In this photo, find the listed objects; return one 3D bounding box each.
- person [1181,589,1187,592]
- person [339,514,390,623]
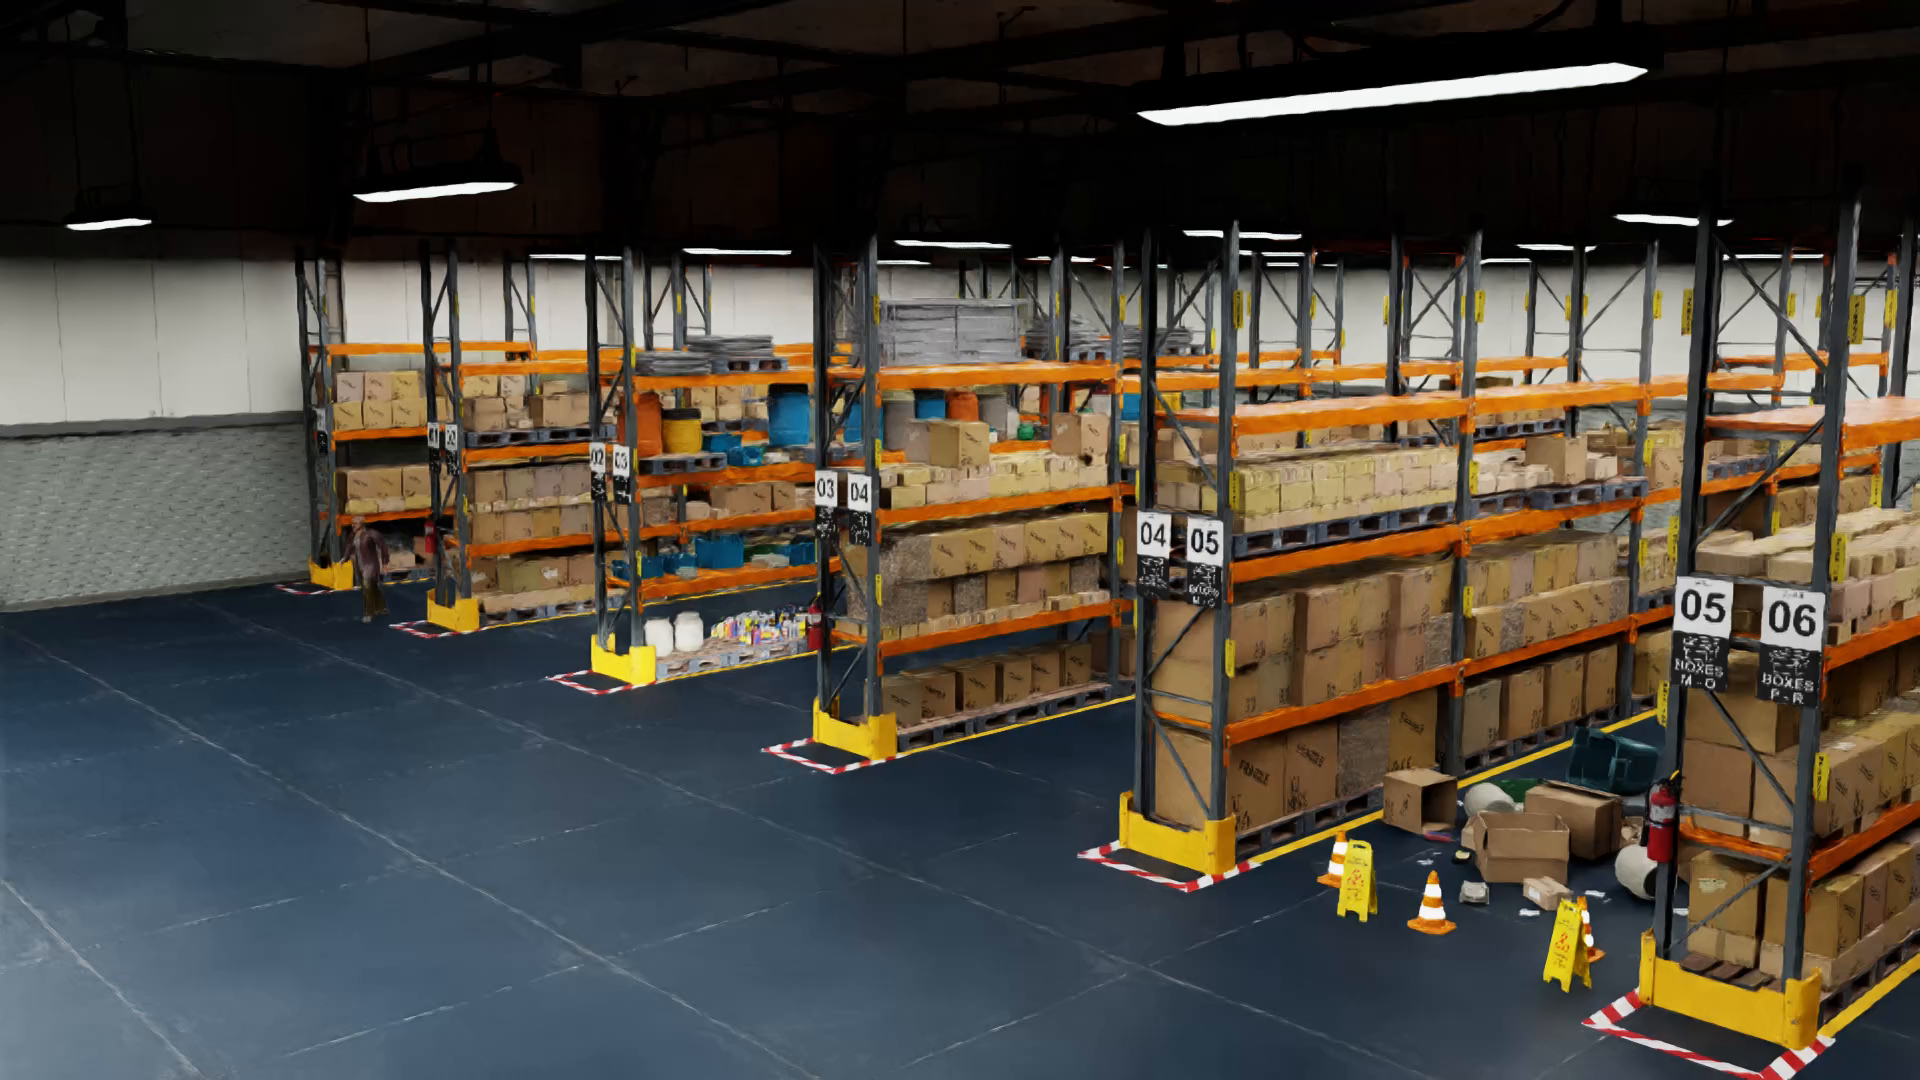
[{"bbox_3d":[2.878,1.365,20.581,0.648,1.597,0.818,5,10,29],"label":"person"},{"bbox_3d":[-9.434,0.424,26.542,0.735,1.712,0.904,5,10,30],"label":"person"}]
